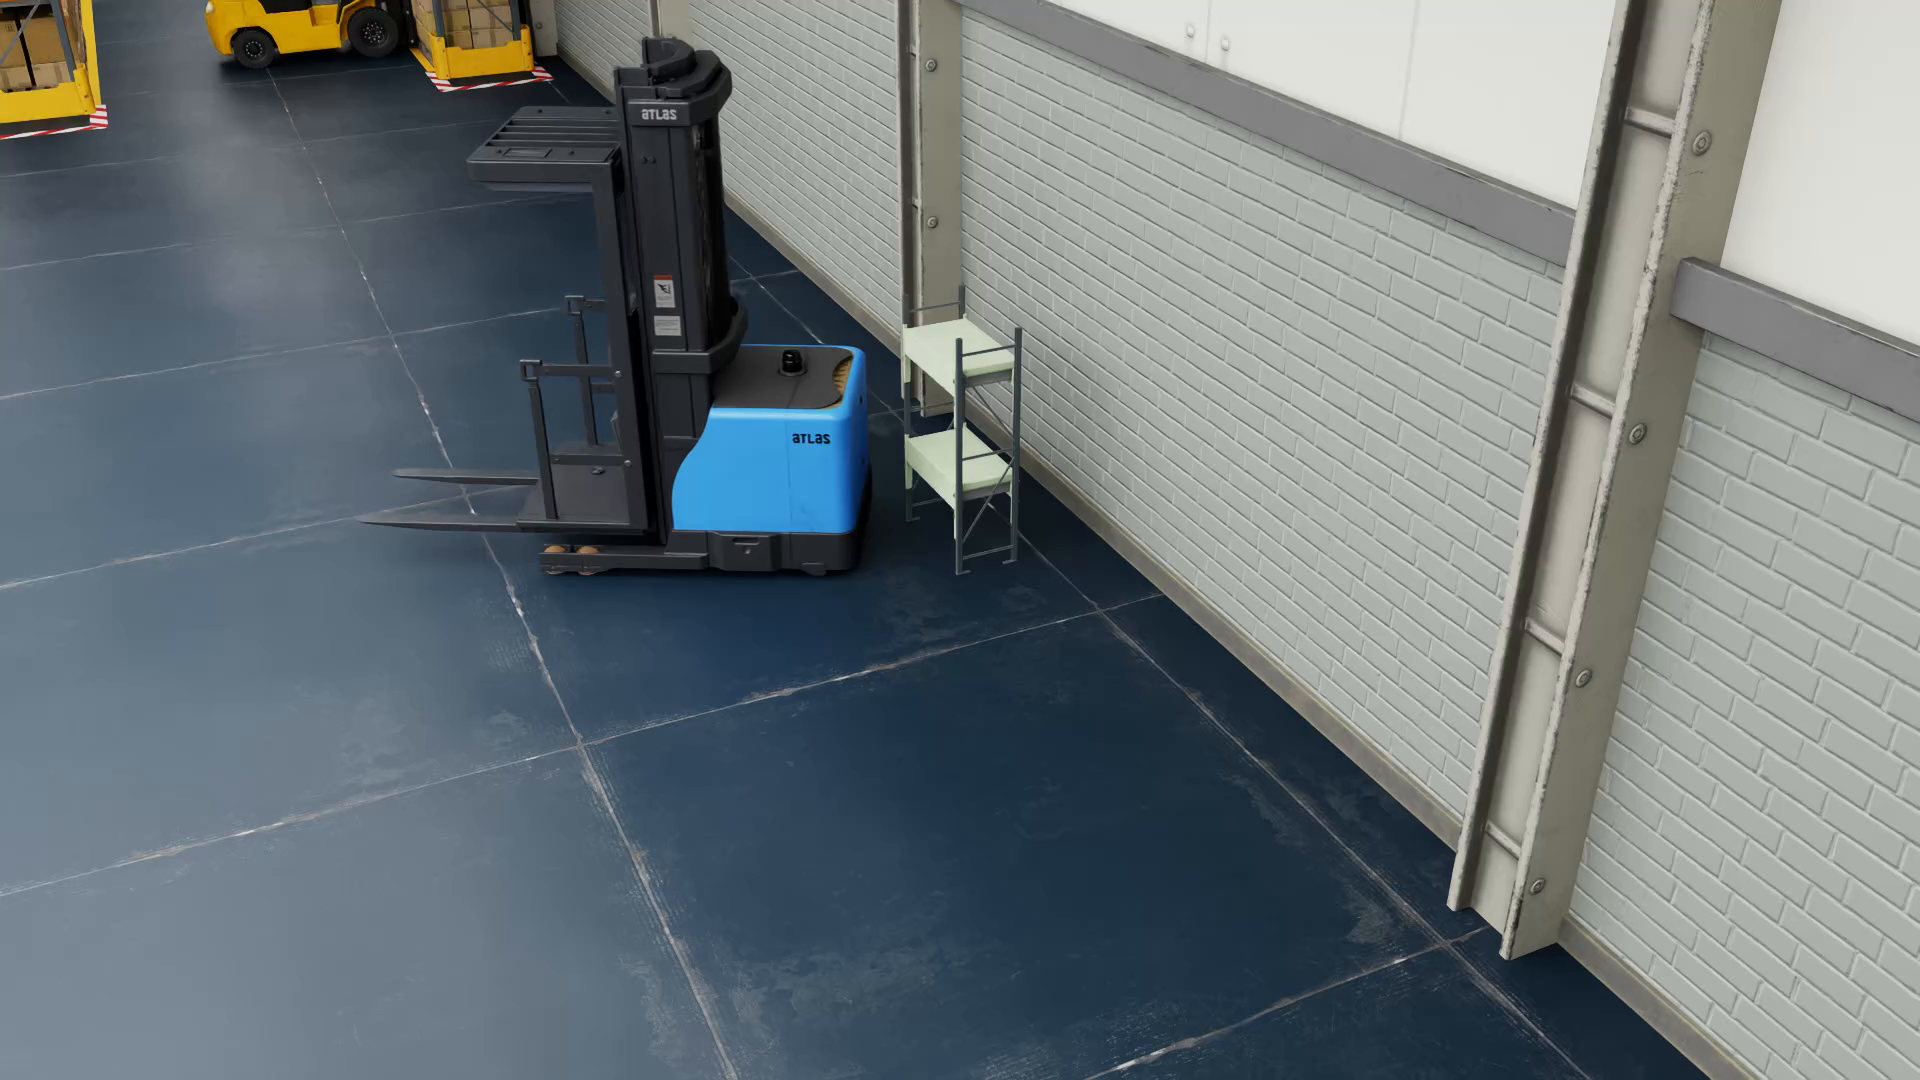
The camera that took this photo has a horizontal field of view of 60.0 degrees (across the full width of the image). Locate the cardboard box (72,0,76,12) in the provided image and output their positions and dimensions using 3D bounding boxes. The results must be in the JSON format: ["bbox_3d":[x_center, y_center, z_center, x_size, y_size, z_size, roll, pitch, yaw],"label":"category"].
[{"bbox_3d":[-11.573,-6.928,21.126,0.500,0.500,0.500,-14,32,-23],"label":"cardboard box"}]

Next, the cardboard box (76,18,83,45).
[{"bbox_3d":[-11.335,-6.368,20.894,0.500,0.250,0.500,-14,32,-23],"label":"cardboard box"}]

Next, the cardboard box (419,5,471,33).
[{"bbox_3d":[-6.362,-6.450,20.530,0.500,0.250,0.500,-14,32,-23],"label":"cardboard box"}]

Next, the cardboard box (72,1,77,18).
[{"bbox_3d":[-11.353,-6.704,20.726,0.500,0.500,0.500,-12,32,-21],"label":"cardboard box"}]

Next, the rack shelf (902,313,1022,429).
[{"bbox_3d":[0.003,-0.992,9.660,0.431,0.370,0.720,-13,32,-22],"label":"rack shelf"}]

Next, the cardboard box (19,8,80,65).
[{"bbox_3d":[-10.459,-5.791,19.098,0.500,0.500,0.500,-14,32,-24],"label":"cardboard box"}]

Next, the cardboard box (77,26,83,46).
[{"bbox_3d":[-11.121,-6.142,20.492,0.500,0.250,0.500,-13,32,-21],"label":"cardboard box"}]

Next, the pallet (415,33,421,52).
[{"bbox_3d":[-6.756,-6.750,22.044,1.003,0.211,1.213,-13,32,-22],"label":"pallet"}]

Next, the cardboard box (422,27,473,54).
[{"bbox_3d":[-6.357,-6.224,20.638,0.500,0.250,0.500,-13,32,-22],"label":"cardboard box"}]

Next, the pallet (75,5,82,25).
[{"bbox_3d":[-12.405,-6.949,22.400,1.003,0.211,1.213,-13,32,-22],"label":"pallet"}]

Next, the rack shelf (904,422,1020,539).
[{"bbox_3d":[0.003,-0.367,10.010,0.431,0.370,0.720,-13,32,-22],"label":"rack shelf"}]

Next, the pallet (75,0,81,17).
[{"bbox_3d":[-12.932,-7.489,23.363,1.003,0.211,1.213,-13,32,-22],"label":"pallet"}]

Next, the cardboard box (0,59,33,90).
[{"bbox_3d":[-10.952,-5.350,19.079,0.500,0.250,0.500,-13,32,-22],"label":"cardboard box"}]

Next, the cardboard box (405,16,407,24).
[{"bbox_3d":[-7.012,-6.893,21.831,0.500,0.250,0.500,-12,31,-20],"label":"cardboard box"}]

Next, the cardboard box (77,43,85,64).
[{"bbox_3d":[-10.661,-5.680,19.668,0.500,0.250,0.500,-12,31,-20],"label":"cardboard box"}]

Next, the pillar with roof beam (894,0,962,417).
[{"bbox_3d":[-4.092,-4.008,8.169,9.100,9.000,0.400,-13,32,-22],"label":"pillar with roof beam"}]

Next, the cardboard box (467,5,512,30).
[{"bbox_3d":[-5.885,-6.552,20.712,0.500,0.250,0.500,-12,32,-21],"label":"cardboard box"}]

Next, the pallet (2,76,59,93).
[{"bbox_3d":[-10.701,-5.239,19.349,1.003,0.211,1.213,-13,32,-22],"label":"pallet"}]

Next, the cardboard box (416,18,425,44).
[{"bbox_3d":[-6.562,-6.446,21.033,0.500,0.250,0.500,-13,32,-22],"label":"cardboard box"}]

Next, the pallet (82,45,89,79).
[{"bbox_3d":[-11.221,-5.777,20.309,1.003,0.211,1.213,-13,32,-22],"label":"pallet"}]

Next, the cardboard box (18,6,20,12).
[{"bbox_3d":[-11.369,-6.119,19.684,0.500,0.500,0.500,-14,32,-23],"label":"cardboard box"}]

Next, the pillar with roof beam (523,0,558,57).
[{"bbox_3d":[-9.243,-9.309,17.623,9.100,9.000,0.400,-13,32,-22],"label":"pillar with roof beam"}]

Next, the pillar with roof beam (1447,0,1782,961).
[{"bbox_3d":[-1.516,-1.357,3.443,9.100,9.000,0.400,-13,32,-22],"label":"pillar with roof beam"}]

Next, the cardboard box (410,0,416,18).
[{"bbox_3d":[-6.808,-6.898,21.328,0.500,0.250,0.500,-14,32,-23],"label":"cardboard box"}]

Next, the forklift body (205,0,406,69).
[{"bbox_3d":[-8.332,-7.183,20.834,2.313,2.155,1.214,-13,32,-22],"label":"forklift body"}]

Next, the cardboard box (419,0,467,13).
[{"bbox_3d":[-6.350,-6.657,20.387,0.500,0.250,0.500,-12,31,-20],"label":"cardboard box"}]

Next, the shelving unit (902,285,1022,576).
[{"bbox_3d":[0.003,-0.651,9.851,0.431,1.500,0.755,-13,32,-22],"label":"shelving unit"}]

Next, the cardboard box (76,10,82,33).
[{"bbox_3d":[-11.572,-6.601,21.310,0.500,0.250,0.500,-12,31,-20],"label":"cardboard box"}]

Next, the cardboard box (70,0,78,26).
[{"bbox_3d":[-11.133,-6.479,20.325,0.500,0.500,0.500,-11,31,-19],"label":"cardboard box"}]

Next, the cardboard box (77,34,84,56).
[{"bbox_3d":[-10.906,-5.919,20.093,0.500,0.250,0.500,-11,31,-19],"label":"cardboard box"}]

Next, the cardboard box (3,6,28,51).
[{"bbox_3d":[-11.158,-5.895,19.284,0.500,0.500,0.500,-12,31,-20],"label":"cardboard box"}]

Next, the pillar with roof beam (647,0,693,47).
[{"bbox_3d":[-6.668,-6.658,12.896,9.100,9.000,0.400,-13,32,-22],"label":"pillar with roof beam"}]

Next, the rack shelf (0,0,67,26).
[{"bbox_3d":[-11.210,-6.625,19.706,1.077,0.370,4.000,-13,32,-22],"label":"rack shelf"}]

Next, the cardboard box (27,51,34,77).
[{"bbox_3d":[-11.157,-5.570,19.471,0.500,0.250,0.500,-13,32,-22],"label":"cardboard box"}]

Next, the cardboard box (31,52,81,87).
[{"bbox_3d":[-10.448,-5.453,19.263,0.500,0.250,0.500,-13,32,-22],"label":"cardboard box"}]

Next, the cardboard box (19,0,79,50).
[{"bbox_3d":[-10.688,-6.021,19.508,0.500,0.500,0.500,-14,32,-24],"label":"cardboard box"}]

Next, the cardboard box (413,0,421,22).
[{"bbox_3d":[-6.567,-6.674,20.929,0.500,0.250,0.500,-13,32,-22],"label":"cardboard box"}]

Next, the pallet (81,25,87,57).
[{"bbox_3d":[-11.749,-6.317,21.272,1.003,0.211,1.213,-13,32,-22],"label":"pallet"}]

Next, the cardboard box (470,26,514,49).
[{"bbox_3d":[-5.905,-6.341,20.846,0.500,0.250,0.500,-13,32,-22],"label":"cardboard box"}]

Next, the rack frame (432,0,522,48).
[{"bbox_3d":[-5.870,-7.099,19.816,1.000,3.000,0.127,-13,32,-22],"label":"rack frame"}]

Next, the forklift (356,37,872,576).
[{"bbox_3d":[-2.094,-1.327,9.592,3.031,2.935,1.130,1,29,2],"label":"forklift"}]

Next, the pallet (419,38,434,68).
[{"bbox_3d":[-6.237,-6.212,21.085,1.003,0.211,1.213,-13,32,-22],"label":"pallet"}]

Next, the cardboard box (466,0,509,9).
[{"bbox_3d":[-5.906,-6.771,20.591,0.500,0.250,0.500,-14,32,-23],"label":"cardboard box"}]

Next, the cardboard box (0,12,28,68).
[{"bbox_3d":[-10.931,-5.665,18.874,0.500,0.500,0.500,-13,32,-22],"label":"cardboard box"}]

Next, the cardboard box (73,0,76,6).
[{"bbox_3d":[-12.608,-7.407,22.623,0.950,0.372,0.625,-11,31,-19],"label":"cardboard box"}]

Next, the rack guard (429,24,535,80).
[{"bbox_3d":[-5.860,-5.998,20.408,1.175,0.500,0.348,-13,32,-22],"label":"rack guard"}]

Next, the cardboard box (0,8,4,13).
[{"bbox_3d":[-11.150,-6.096,18.980,0.380,0.149,0.250,-12,31,-21],"label":"cardboard box"}]

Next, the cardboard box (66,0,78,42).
[{"bbox_3d":[-10.895,-6.244,19.907,0.500,0.500,0.500,-12,32,-21],"label":"cardboard box"}]

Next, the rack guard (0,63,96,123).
[{"bbox_3d":[-10.384,-4.998,18.626,1.175,0.500,0.348,-13,32,-22],"label":"rack guard"}]

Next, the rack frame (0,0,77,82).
[{"bbox_3d":[-10.352,-6.055,17.954,1.000,3.000,0.127,-13,32,-22],"label":"rack frame"}]

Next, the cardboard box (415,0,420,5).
[{"bbox_3d":[-6.574,-6.881,20.787,0.500,0.250,0.500,-12,32,-21],"label":"cardboard box"}]

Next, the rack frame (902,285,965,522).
[{"bbox_3d":[-0.154,-0.813,10.139,0.400,1.500,0.023,-13,32,-22],"label":"rack frame"}]

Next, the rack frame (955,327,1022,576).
[{"bbox_3d":[0.160,-0.490,9.562,0.400,1.500,0.023,-13,32,-22],"label":"rack frame"}]

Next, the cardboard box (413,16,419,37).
[{"bbox_3d":[-6.769,-6.669,21.430,0.500,0.250,0.500,-13,32,-21],"label":"cardboard box"}]
